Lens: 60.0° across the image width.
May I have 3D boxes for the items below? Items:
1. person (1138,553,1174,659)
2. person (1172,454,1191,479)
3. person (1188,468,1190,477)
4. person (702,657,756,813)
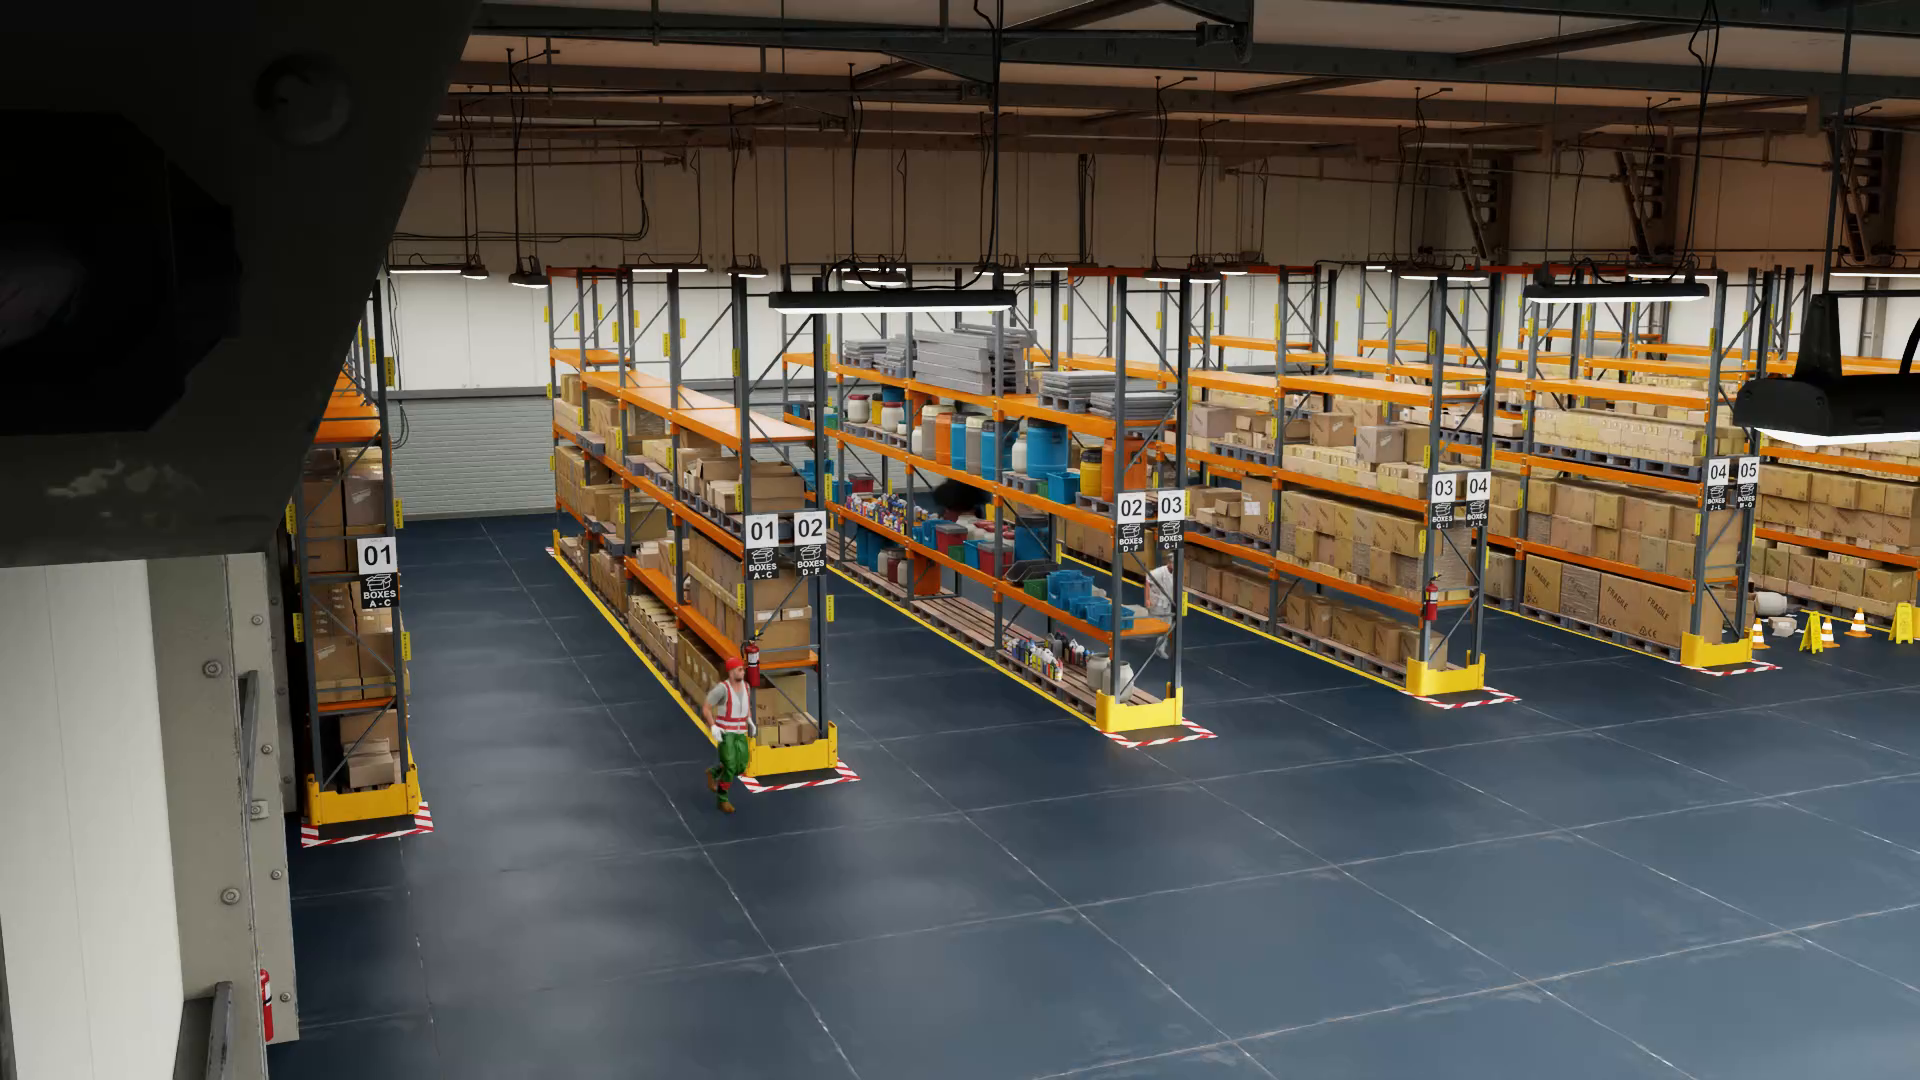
[{"bbox_3d":[3.134,0.998,26.199,0.662,1.714,0.843,-8,13,-39],"label":"person"},{"bbox_3d":[5.695,-1.830,42.335,0.600,1.660,0.880,5,11,26],"label":"person"},{"bbox_3d":[5.499,-1.623,41.267,0.504,1.619,0.640,-3,10,-17],"label":"person"},{"bbox_3d":[-2.668,2.197,19.149,0.622,1.727,0.704,9,13,41],"label":"person"}]
